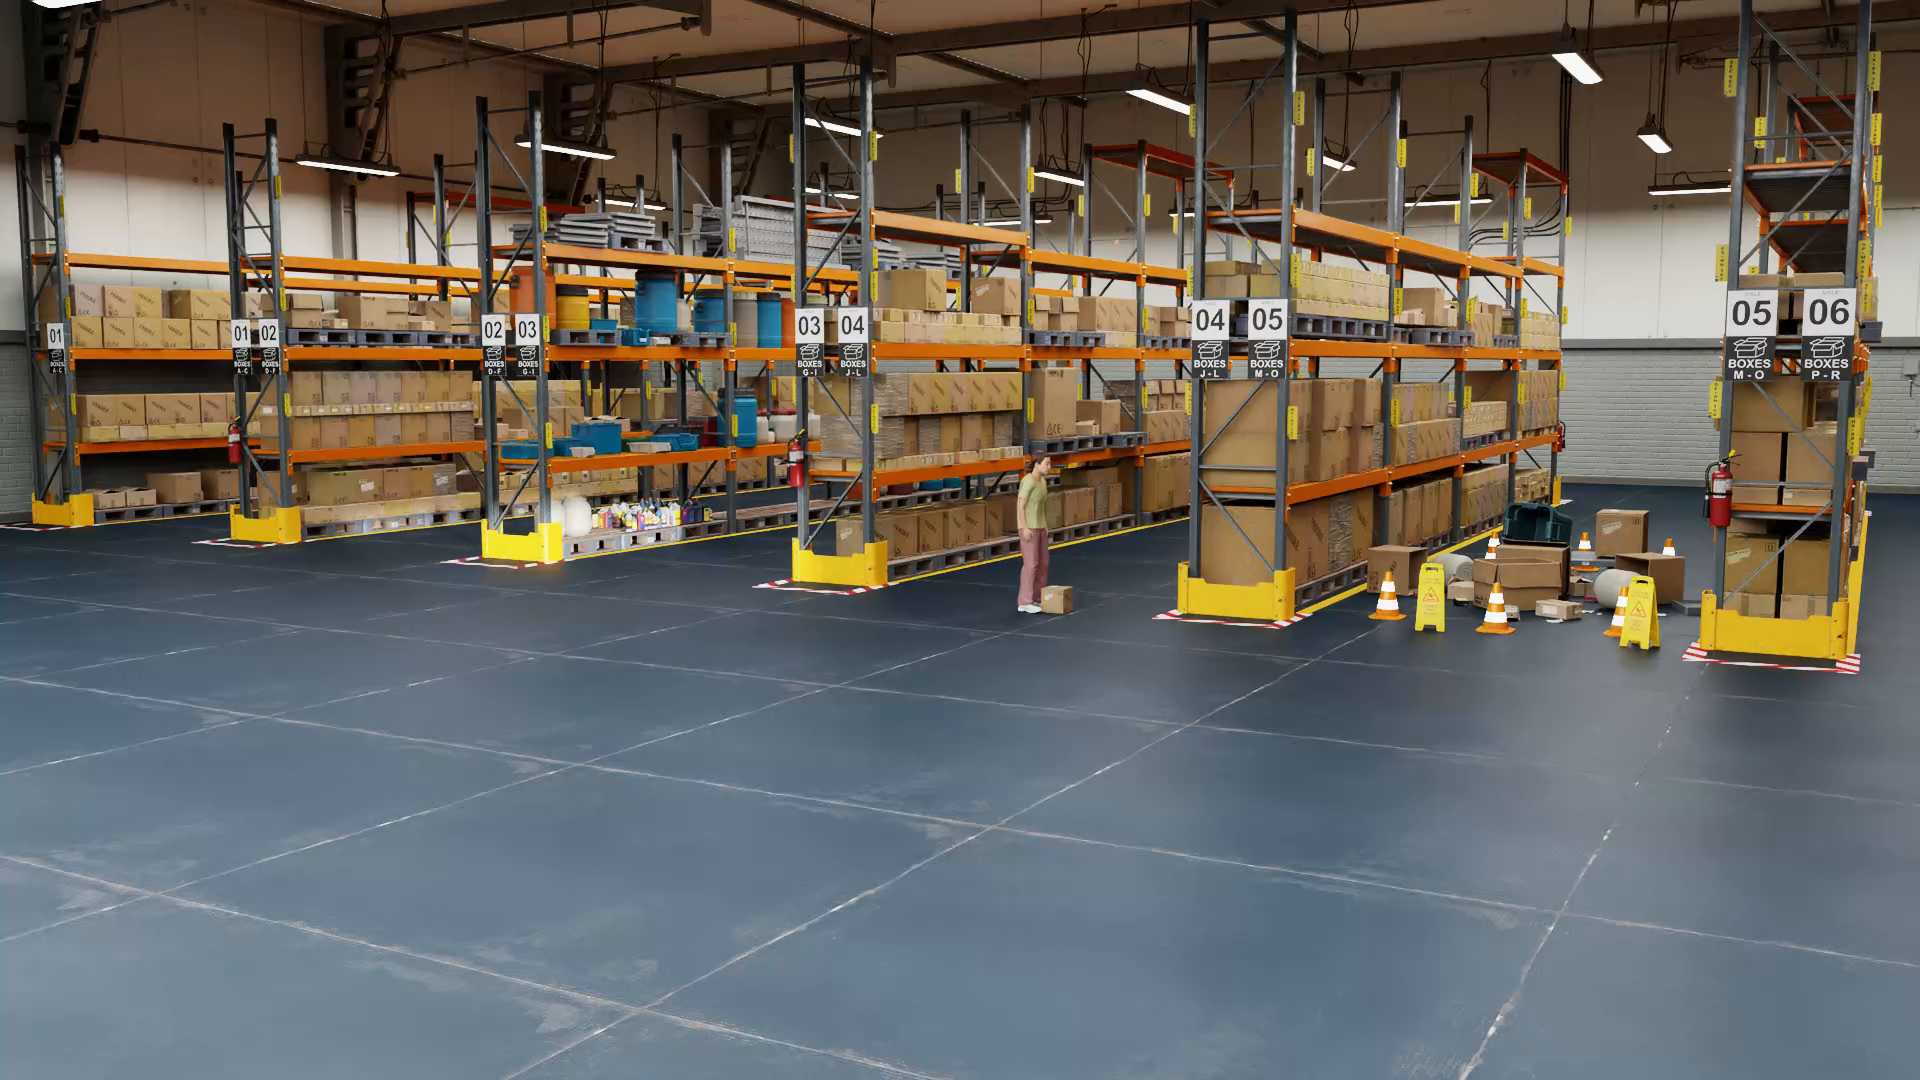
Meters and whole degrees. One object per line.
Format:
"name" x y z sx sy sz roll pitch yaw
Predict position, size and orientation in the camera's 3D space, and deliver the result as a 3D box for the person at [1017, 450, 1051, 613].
"person" 0.786 0.015 17.306 0.357 1.438 0.499 3 7 29
